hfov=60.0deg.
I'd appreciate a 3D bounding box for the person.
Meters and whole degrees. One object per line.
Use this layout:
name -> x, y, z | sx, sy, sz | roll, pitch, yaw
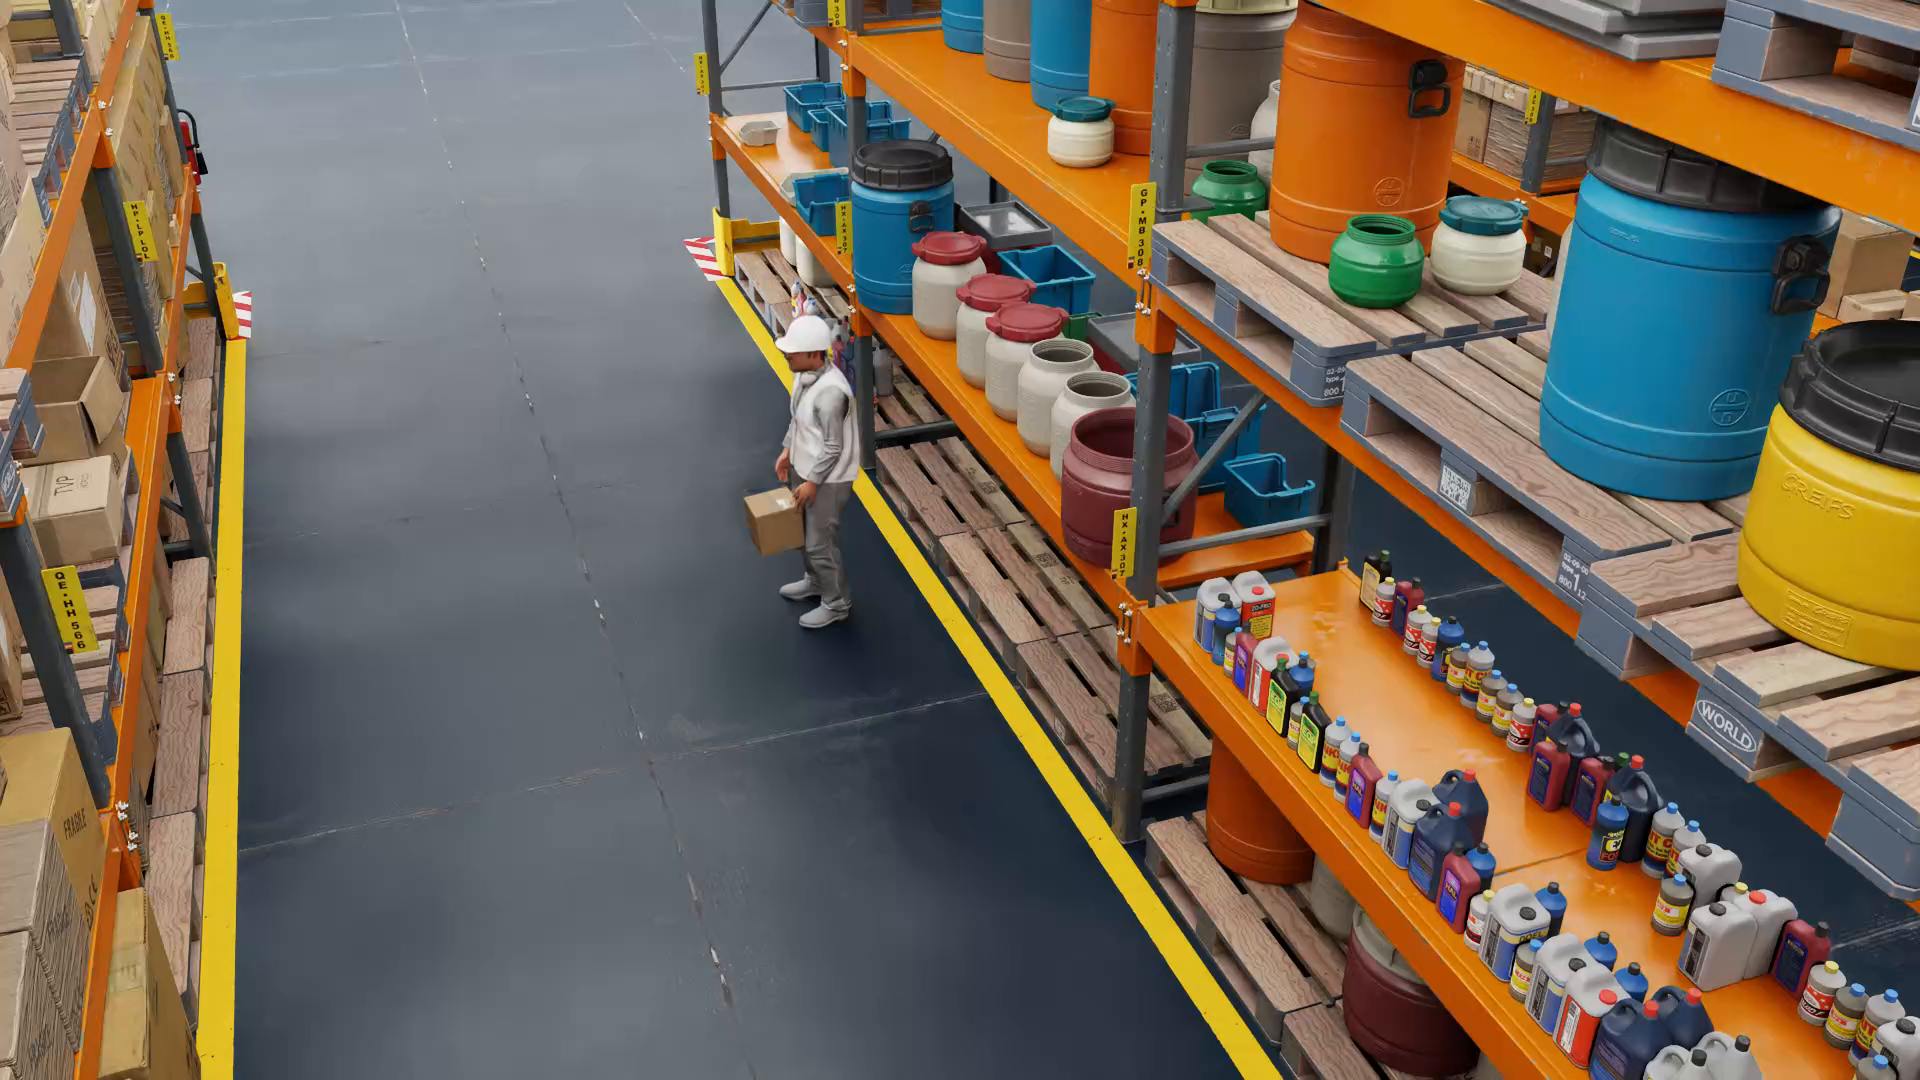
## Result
person -> -0.756, -0.384, 8.989 | 0.423, 1.777, 0.555 | -11, 31, -19
